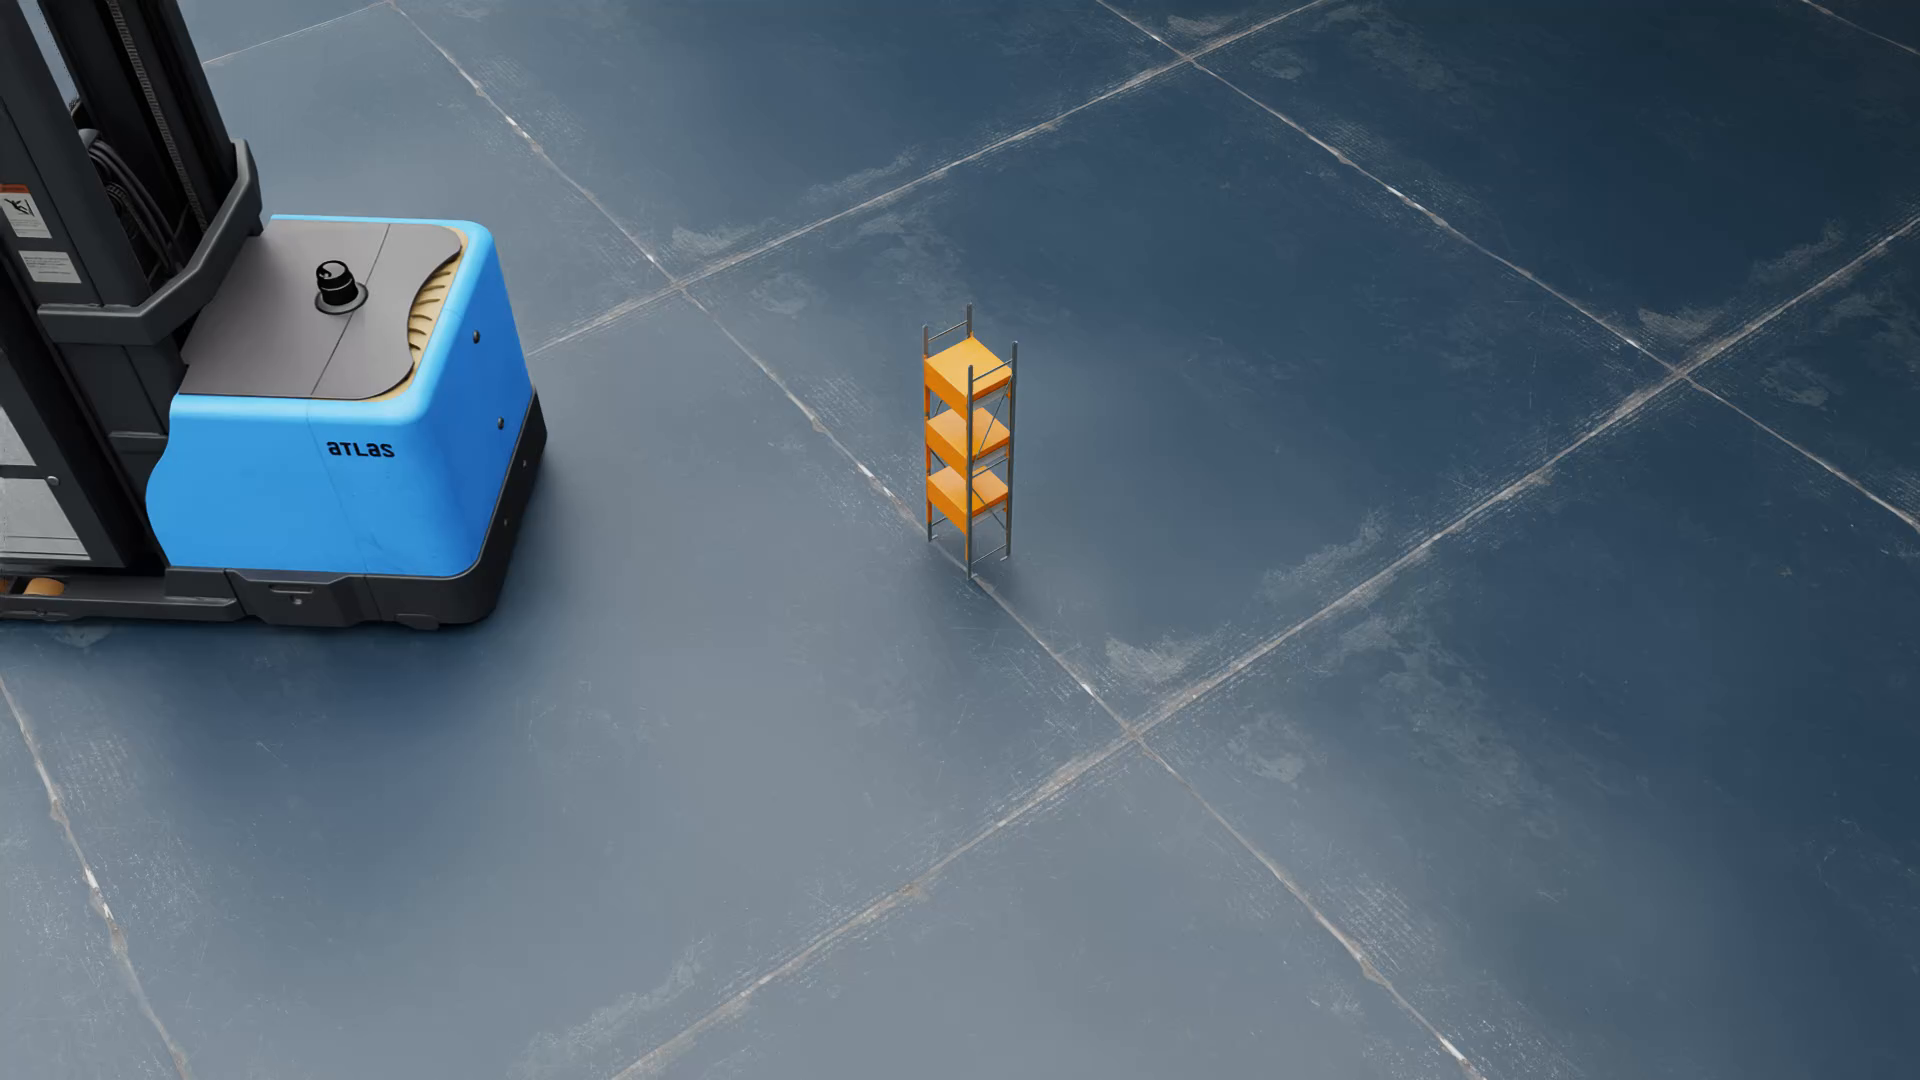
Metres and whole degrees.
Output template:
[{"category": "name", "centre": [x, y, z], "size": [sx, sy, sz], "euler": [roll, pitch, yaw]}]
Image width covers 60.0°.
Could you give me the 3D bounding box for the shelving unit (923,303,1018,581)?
[{"category": "shelving unit", "centre": [0.032, -0.321, 5.832], "size": [0.215, 1.050, 0.252], "euler": [-29, 54, -24]}]

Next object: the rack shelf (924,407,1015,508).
[{"category": "rack shelf", "centre": [0.032, -0.314, 5.840], "size": [0.215, 0.259, 0.240], "euler": [-29, 54, -24]}]

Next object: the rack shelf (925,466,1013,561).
[{"category": "rack shelf", "centre": [0.032, -0.127, 6.046], "size": [0.215, 0.259, 0.240], "euler": [-29, 54, -24]}]

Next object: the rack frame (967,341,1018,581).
[{"category": "rack frame", "centre": [0.106, -0.249, 5.767], "size": [0.200, 1.050, 0.008], "euler": [-29, 54, -24]}]

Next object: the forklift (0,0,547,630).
[{"category": "forklift", "centre": [-3.153, -1.082, 5.253], "size": [3.031, 2.935, 1.130], "euler": [2, 48, 2]}]

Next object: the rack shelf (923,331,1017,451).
[{"category": "rack shelf", "centre": [0.032, -0.505, 5.630], "size": [0.215, 0.259, 0.240], "euler": [-29, 54, -24]}]

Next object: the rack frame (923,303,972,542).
[{"category": "rack frame", "centre": [-0.041, -0.393, 5.898], "size": [0.200, 1.050, 0.008], "euler": [-29, 54, -24]}]
